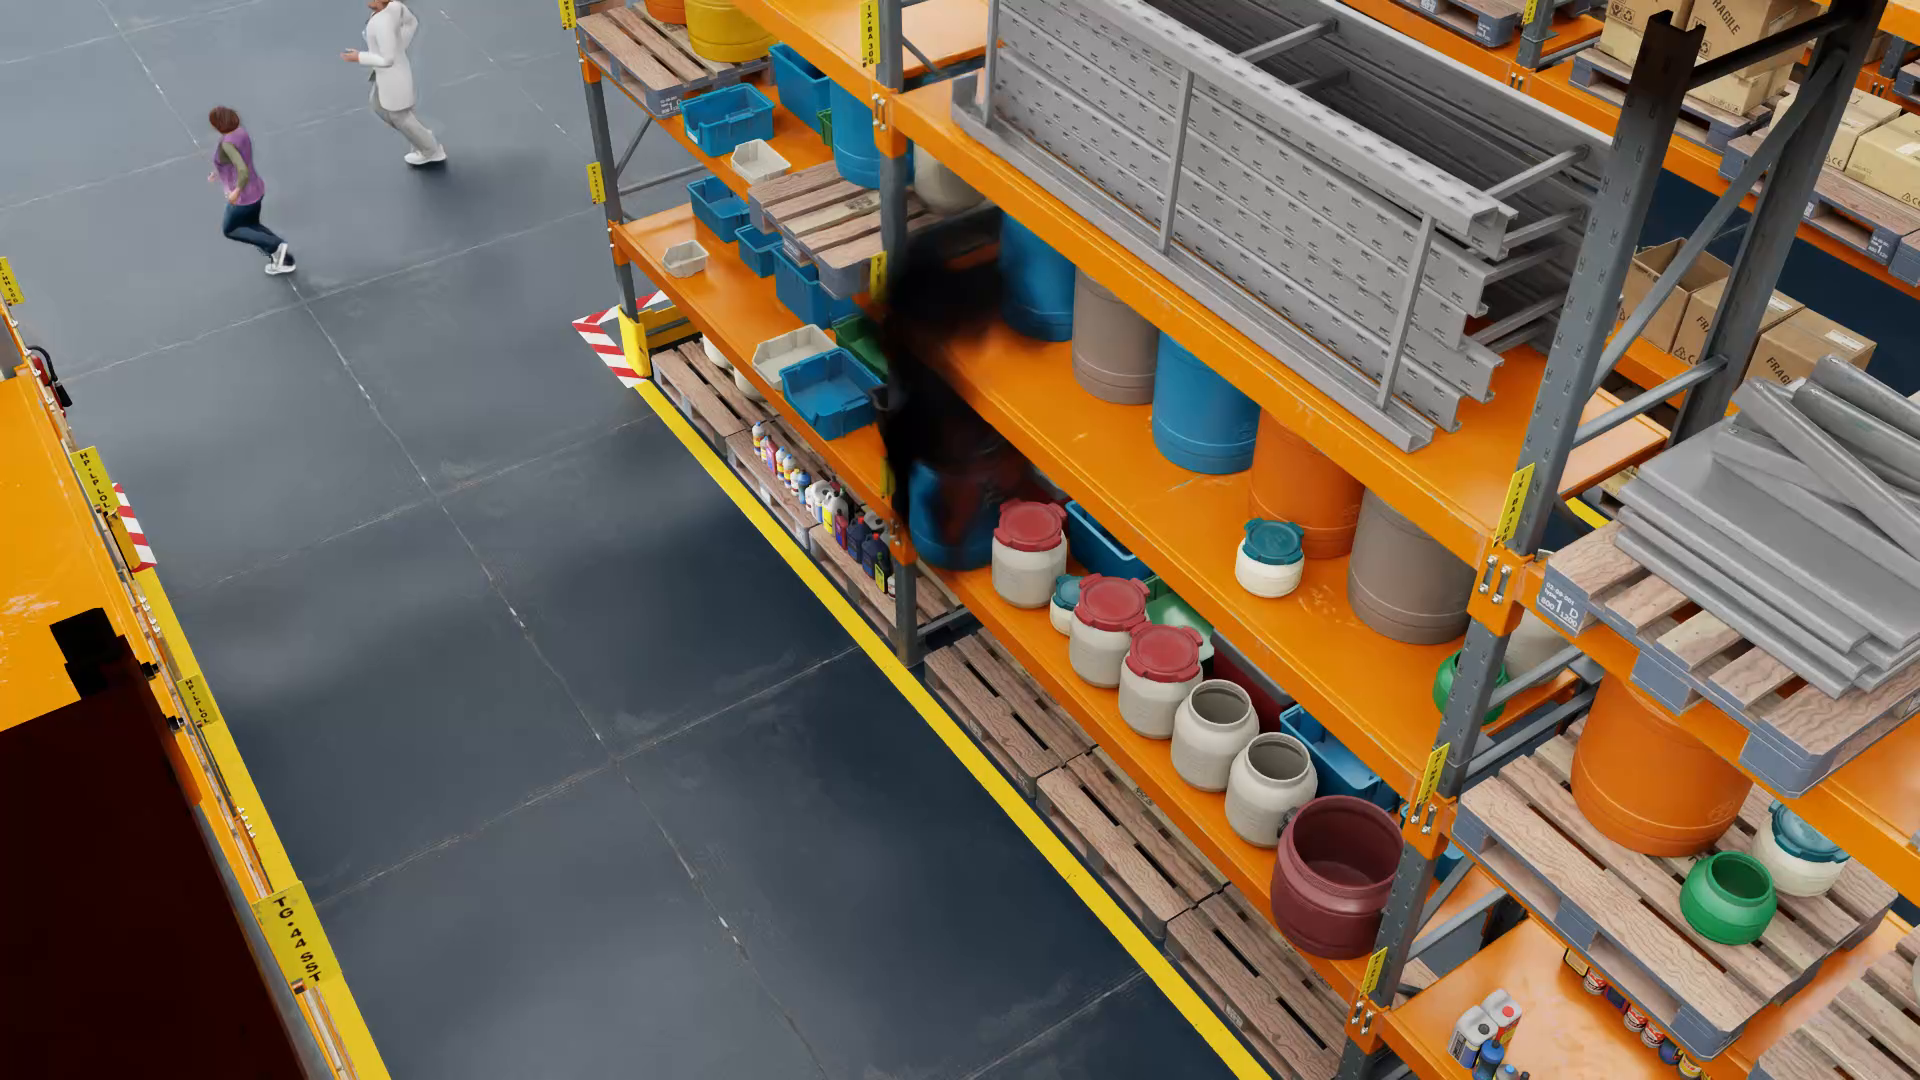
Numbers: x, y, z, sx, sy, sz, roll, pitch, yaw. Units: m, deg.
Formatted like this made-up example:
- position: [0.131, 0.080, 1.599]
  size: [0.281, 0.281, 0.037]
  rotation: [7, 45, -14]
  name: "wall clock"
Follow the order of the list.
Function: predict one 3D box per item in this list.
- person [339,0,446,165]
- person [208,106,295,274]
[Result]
- position: [-5.162, -4.184, 15.014]
  size: [0.691, 1.774, 0.689]
  rotation: [-8, 43, -8]
  name: "person"
- position: [-5.929, -2.842, 13.717]
  size: [0.537, 1.554, 0.539]
  rotation: [0, 43, 0]
  name: "person"
